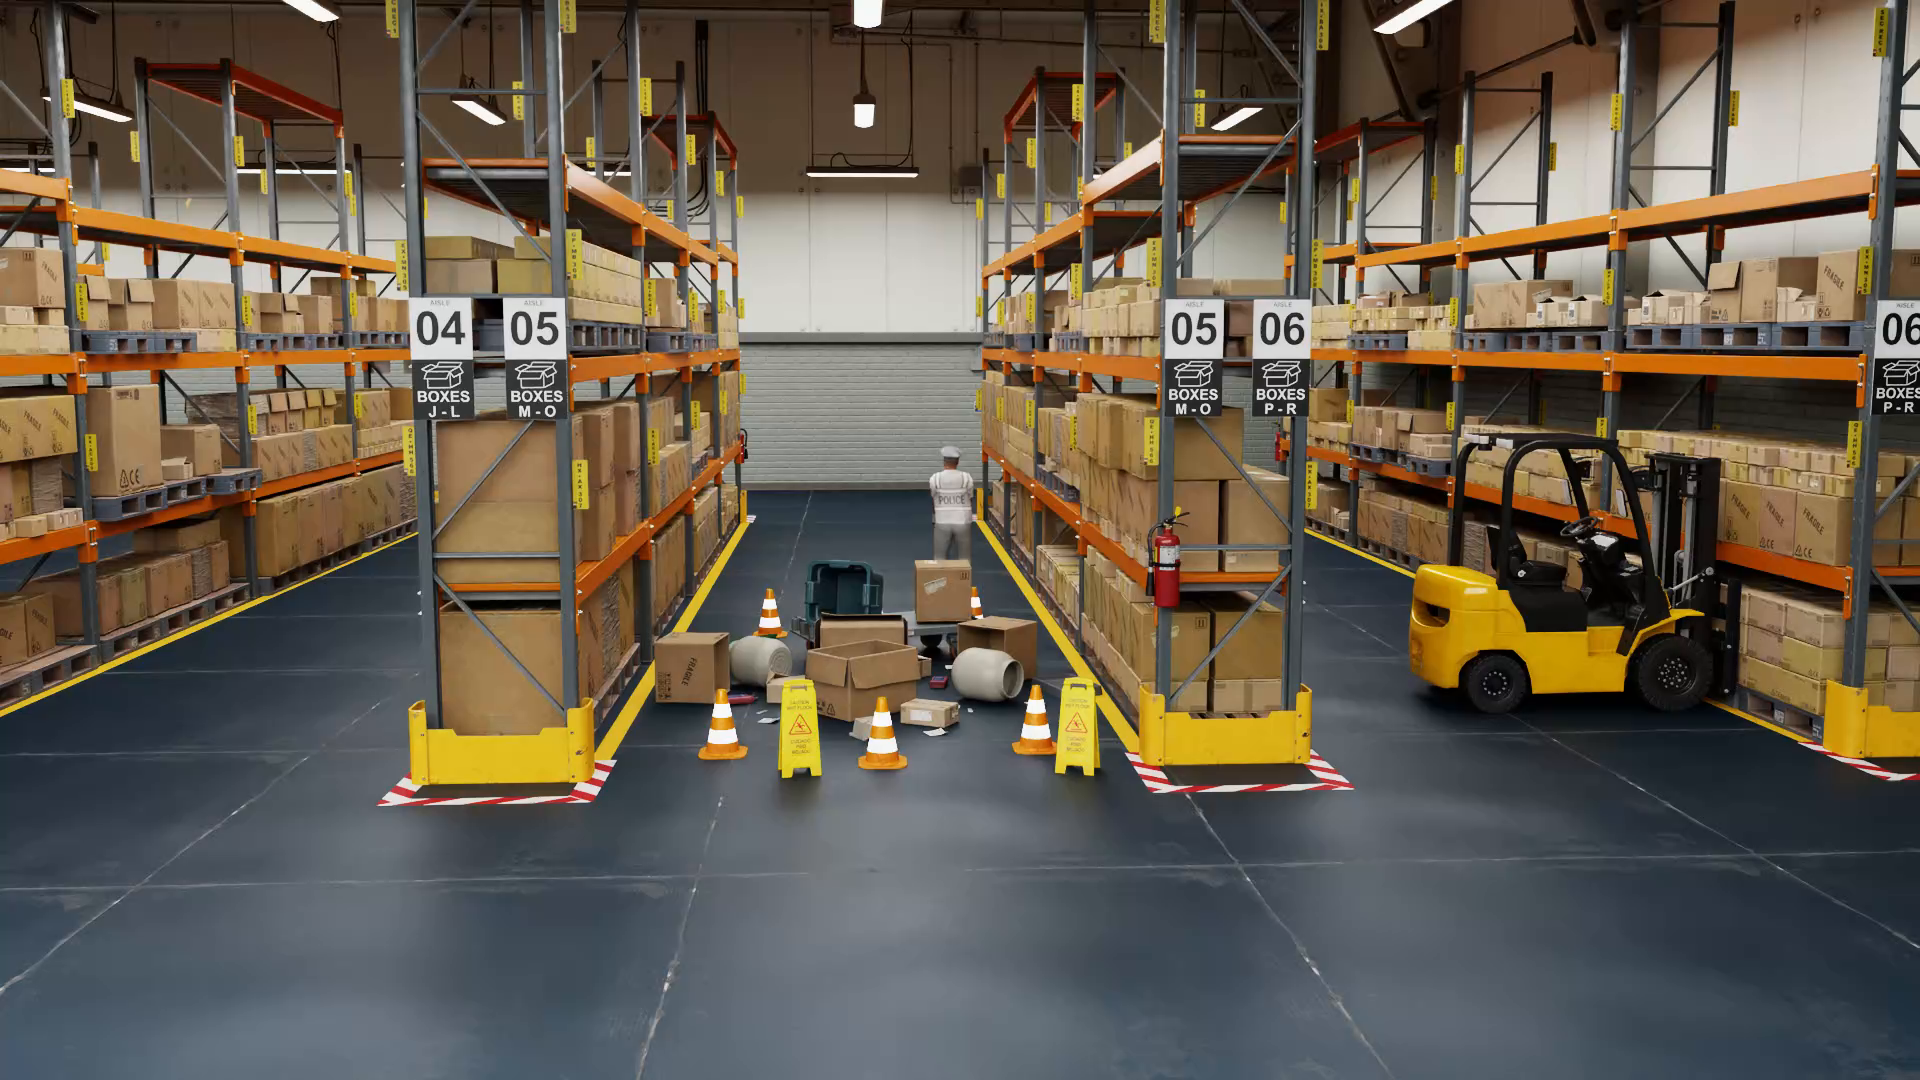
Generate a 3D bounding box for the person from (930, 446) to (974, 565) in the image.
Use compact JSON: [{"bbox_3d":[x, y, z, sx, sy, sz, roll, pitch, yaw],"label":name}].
[{"bbox_3d":[-0.098,-0.183,18.680,0.494,1.766,0.569,0,7,-3],"label":"person"}]
